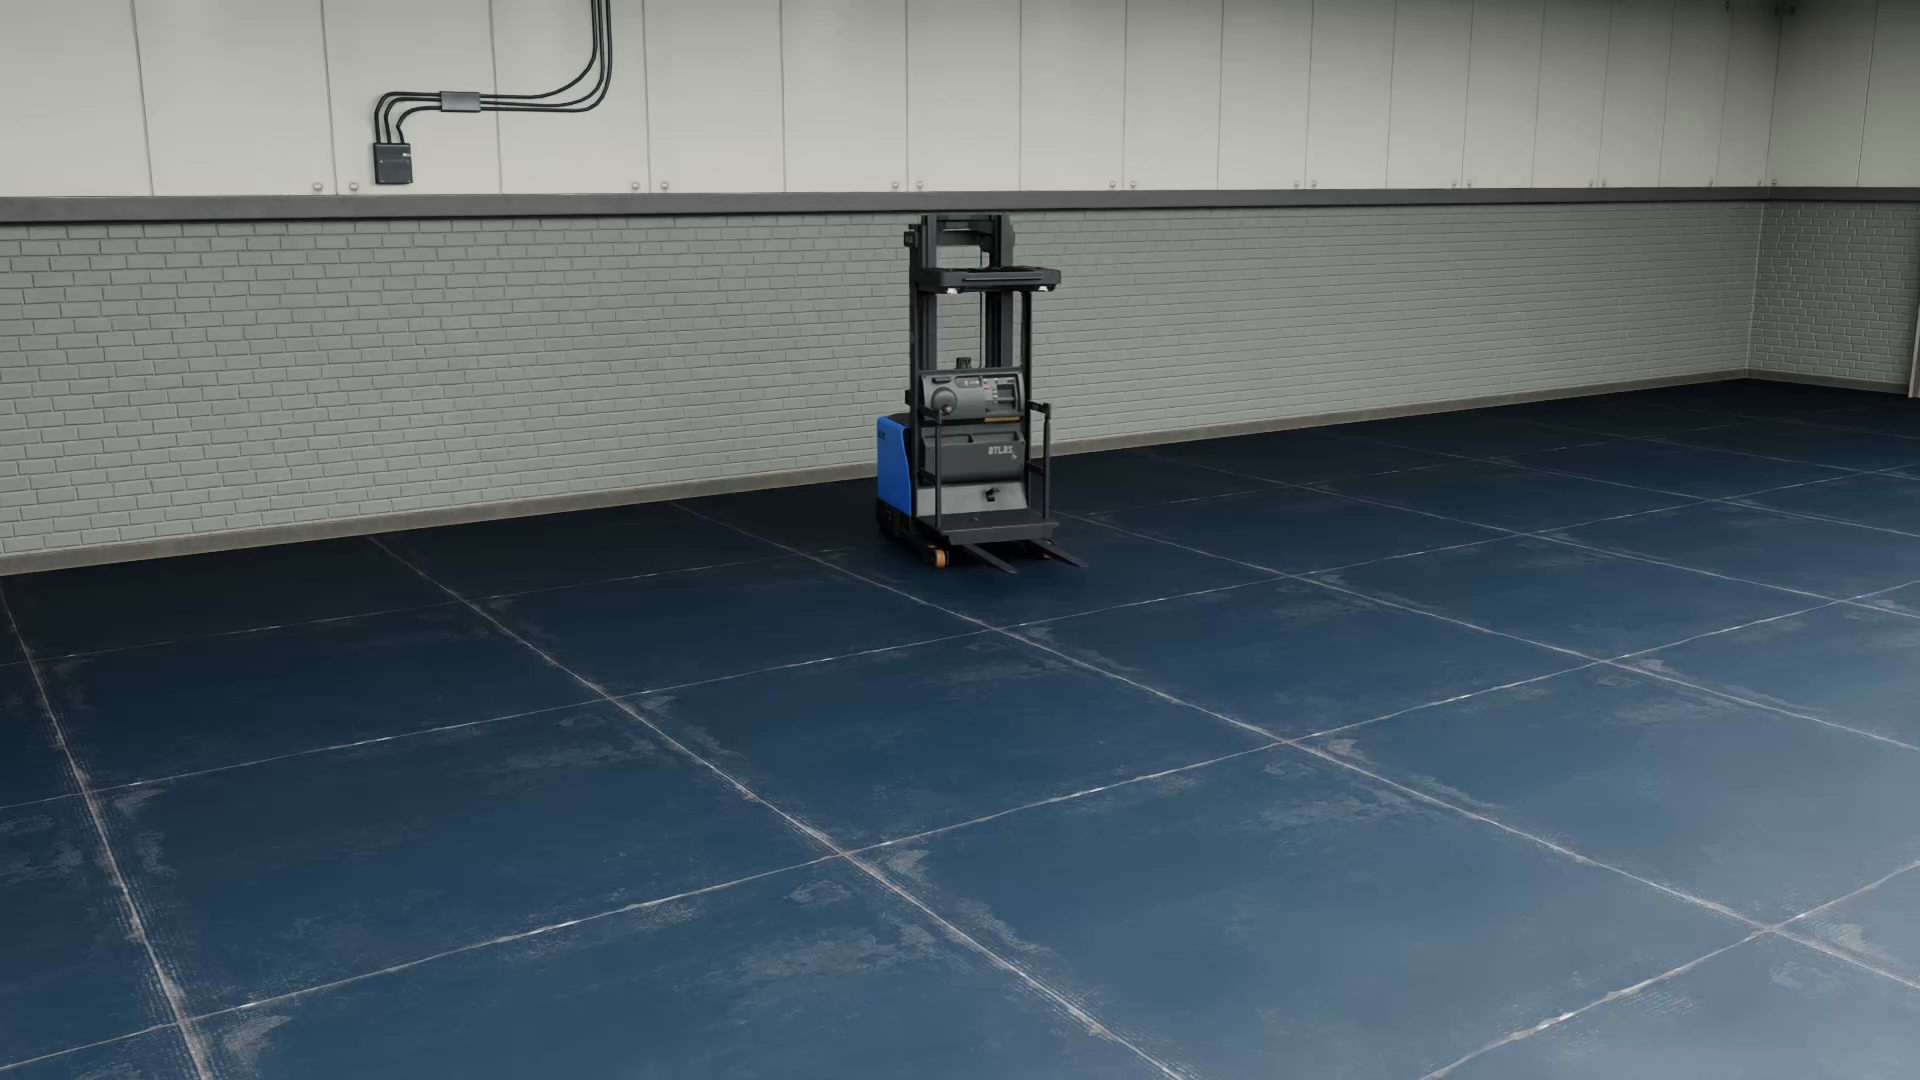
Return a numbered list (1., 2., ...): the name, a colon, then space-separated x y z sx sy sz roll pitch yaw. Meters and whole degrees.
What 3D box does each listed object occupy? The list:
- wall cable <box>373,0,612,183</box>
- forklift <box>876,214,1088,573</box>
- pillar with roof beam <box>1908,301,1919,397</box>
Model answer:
1. wall cable: -4.275 -6.277 14.929 2.305 6.003 0.169 -8 15 -33
2. forklift: 0.190 -1.286 14.269 1.130 2.935 3.031 -4 13 -19
3. pillar with roof beam: 10.984 -6.033 21.775 9.100 9.000 0.400 -8 15 -33
